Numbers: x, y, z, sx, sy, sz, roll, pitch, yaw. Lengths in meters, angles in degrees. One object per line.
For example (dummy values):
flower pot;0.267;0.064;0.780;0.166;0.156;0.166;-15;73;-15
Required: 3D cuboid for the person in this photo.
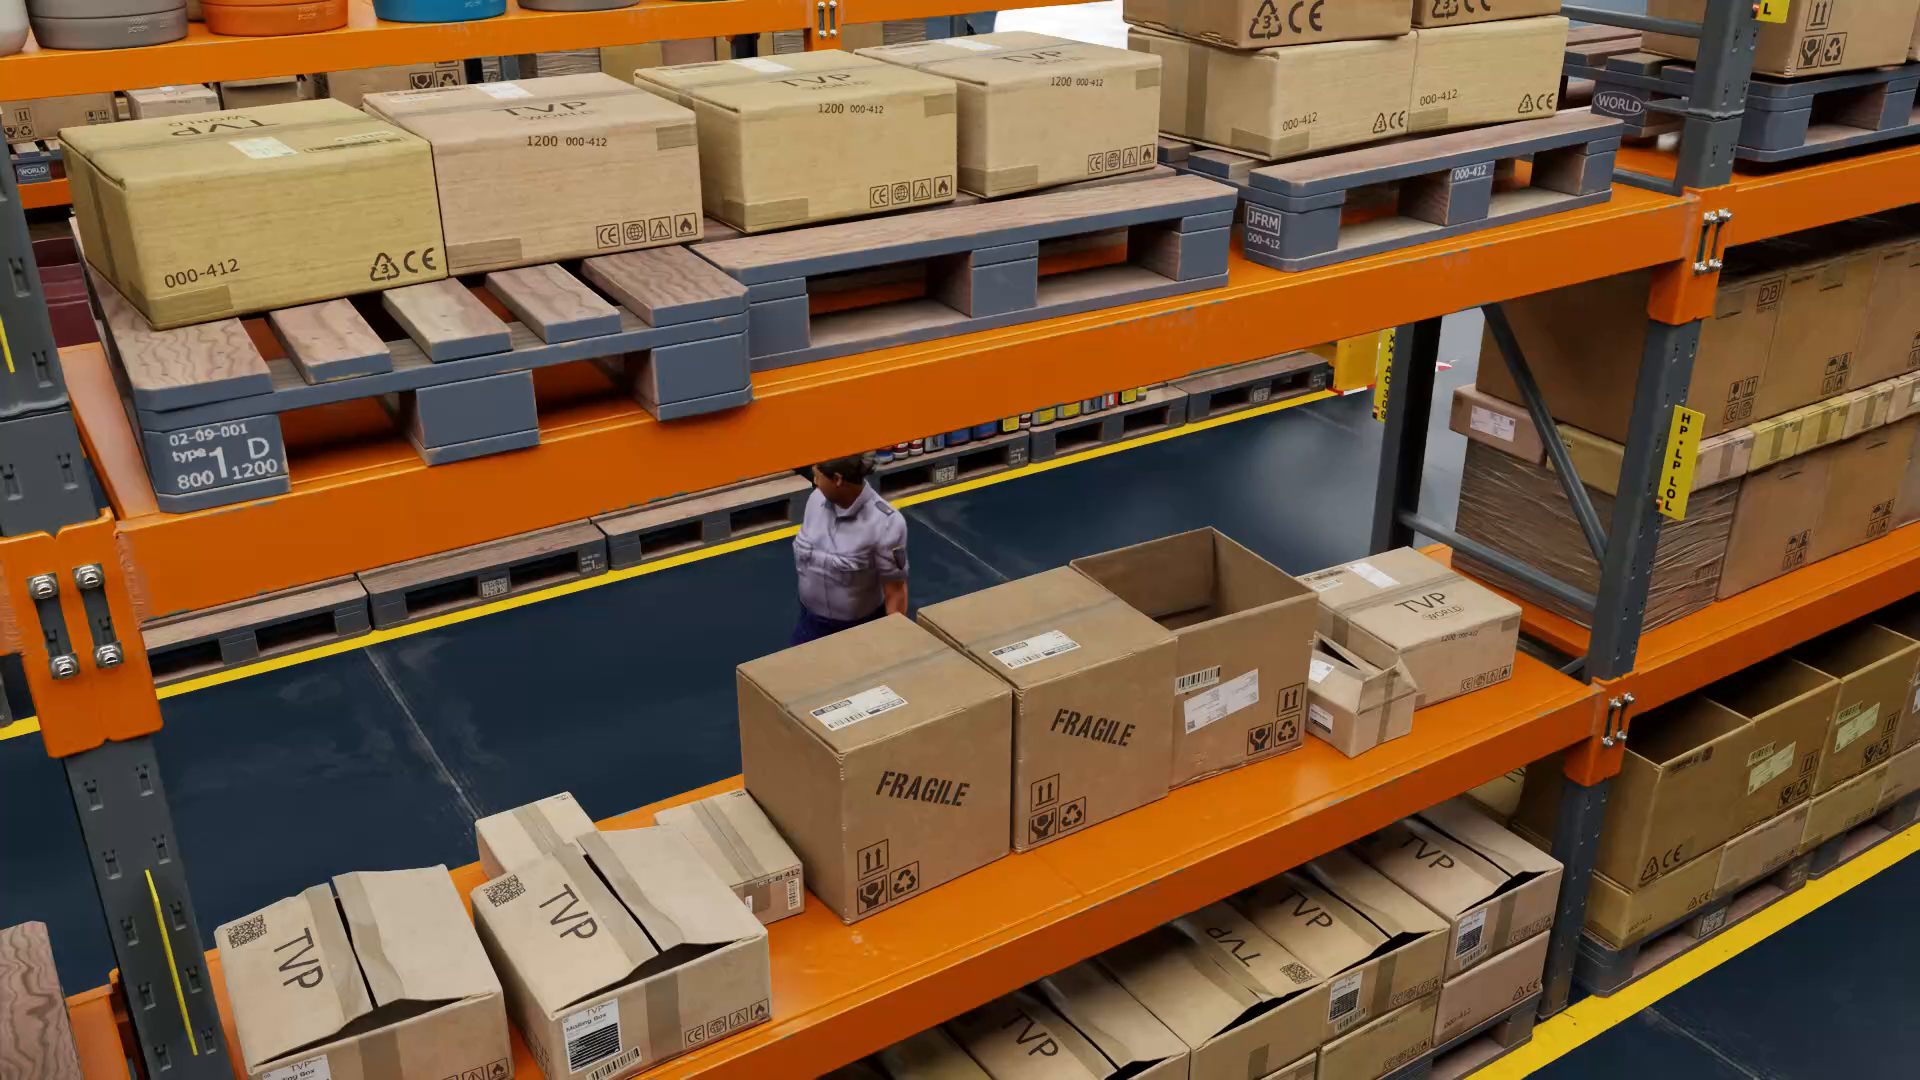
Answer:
person;-0.412;0.368;6.304;0.542;1.649;0.436;14;29;27
